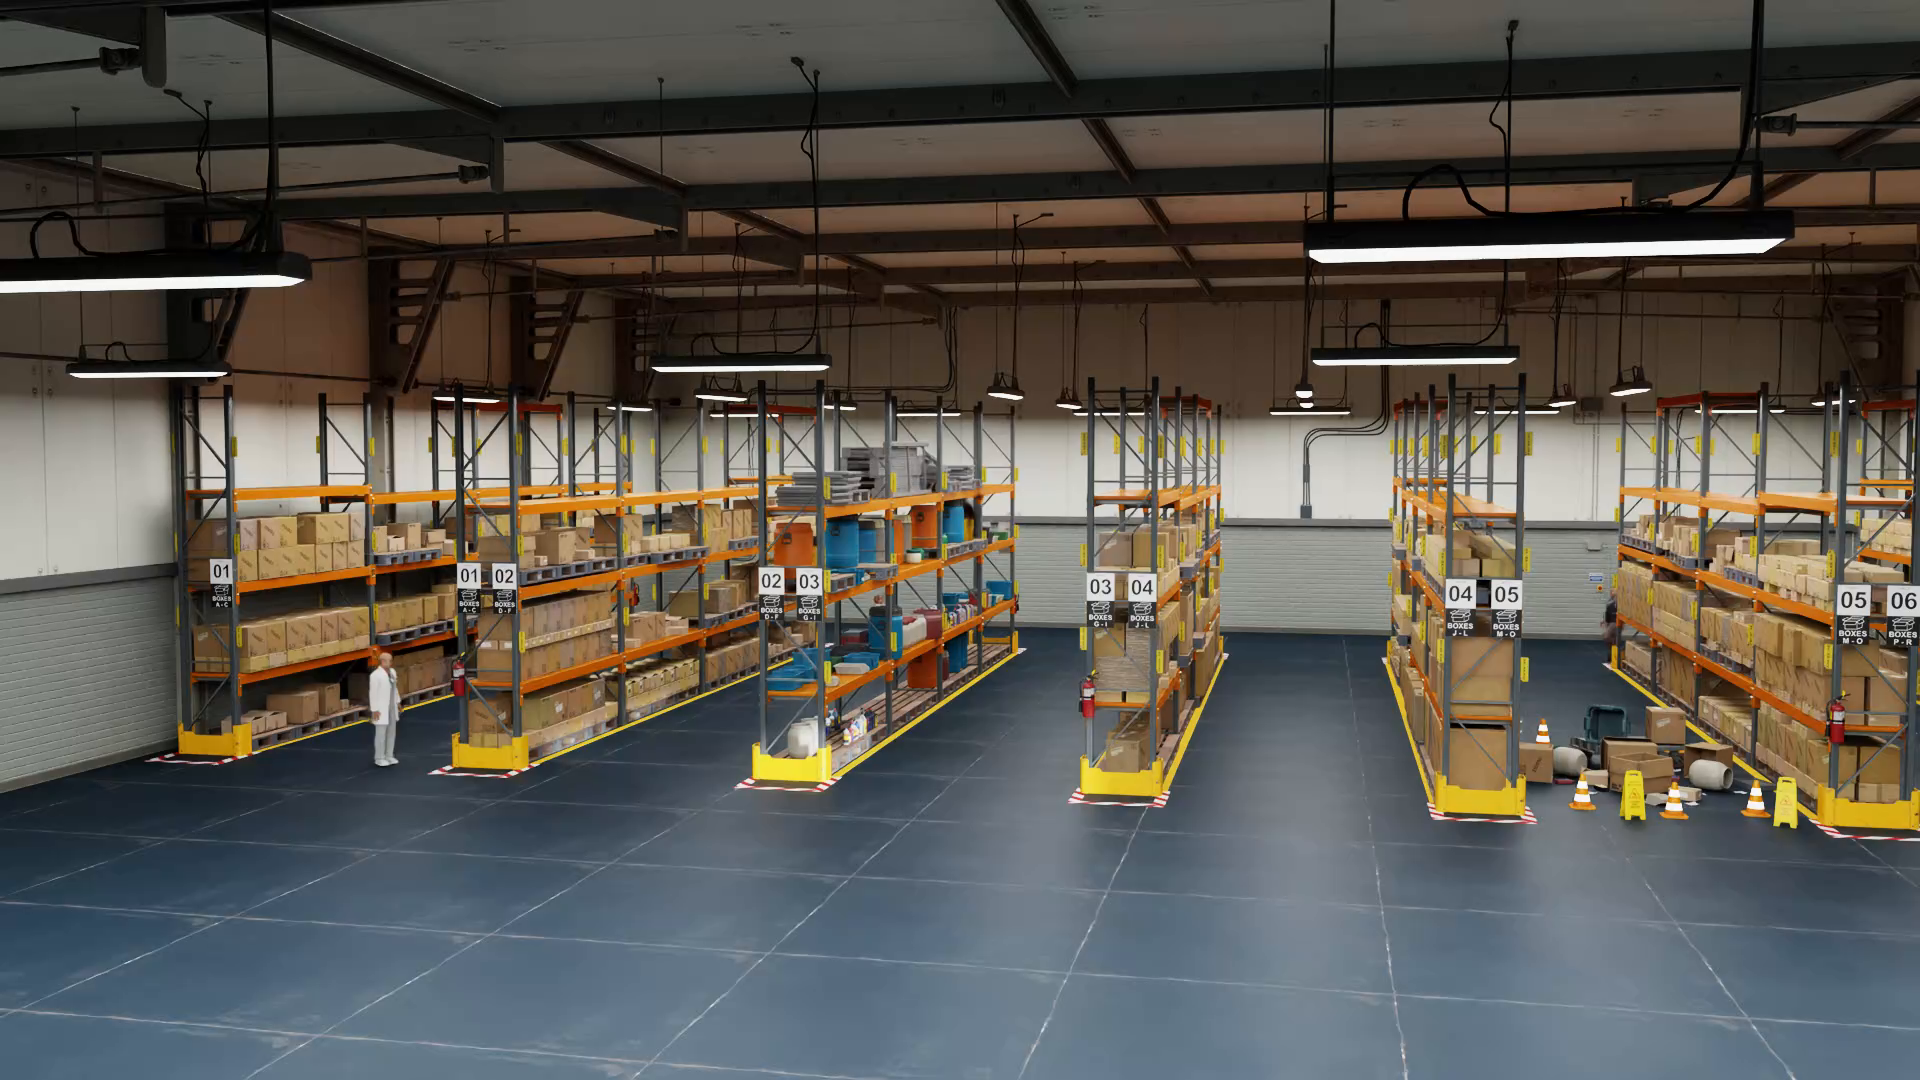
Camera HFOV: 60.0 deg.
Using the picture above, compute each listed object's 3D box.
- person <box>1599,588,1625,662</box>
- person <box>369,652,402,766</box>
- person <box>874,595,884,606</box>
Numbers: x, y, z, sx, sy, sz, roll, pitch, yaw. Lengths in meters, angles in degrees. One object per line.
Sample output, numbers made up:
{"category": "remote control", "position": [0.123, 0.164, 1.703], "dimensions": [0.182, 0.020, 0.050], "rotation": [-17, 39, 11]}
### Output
{"category": "person", "position": [15.228, 1.969, 38.829], "dimensions": [0.518, 1.747, 0.578], "rotation": [0, 3, -5]}
{"category": "person", "position": [-9.029, 2.649, 26.112], "dimensions": [0.389, 1.784, 0.594], "rotation": [1, 3, 22]}
{"category": "person", "position": [-1.705, 2.004, 36.735], "dimensions": [0.384, 1.597, 0.463], "rotation": [1, 3, 10]}
